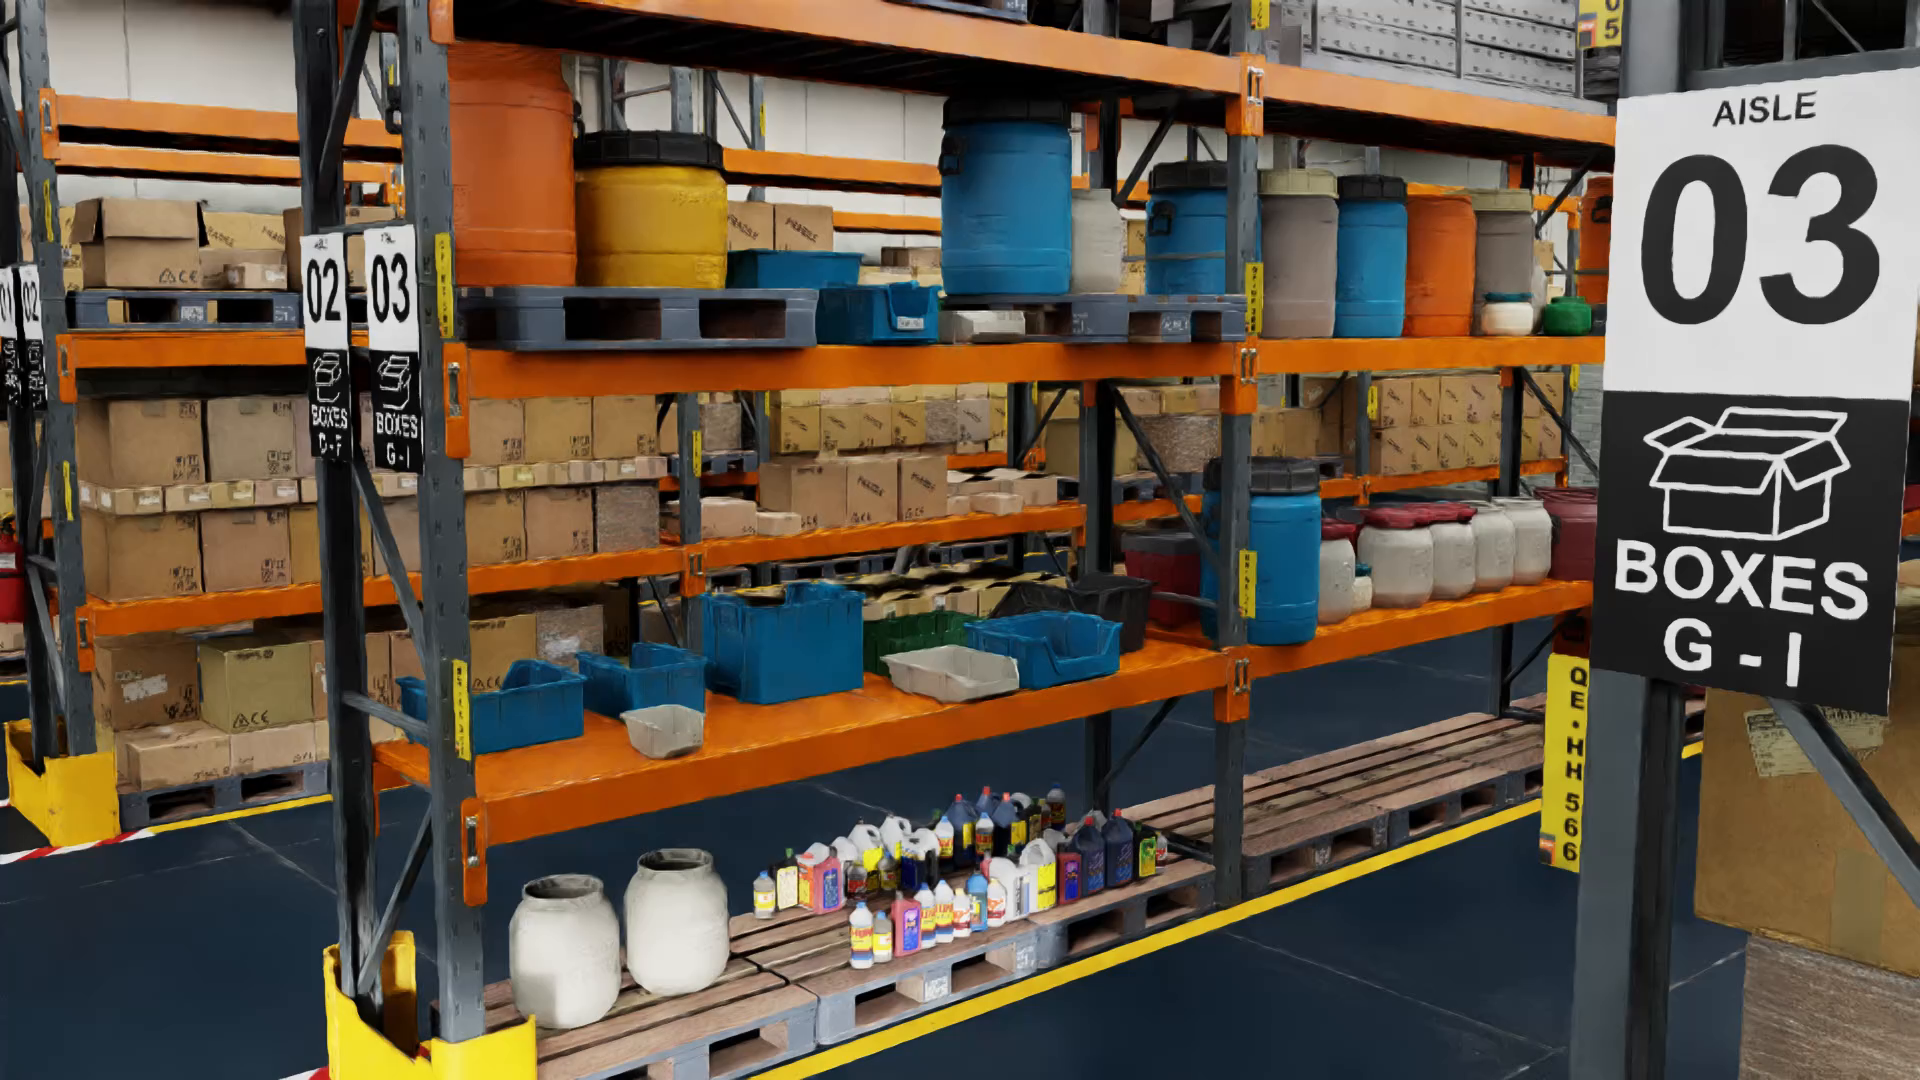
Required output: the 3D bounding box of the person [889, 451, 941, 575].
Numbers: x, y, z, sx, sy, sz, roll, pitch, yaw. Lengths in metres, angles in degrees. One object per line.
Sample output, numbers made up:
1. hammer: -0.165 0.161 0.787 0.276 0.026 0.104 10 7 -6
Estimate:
1. person: -0.512 -0.040 16.084 0.944 1.628 0.529 -1 8 -10
